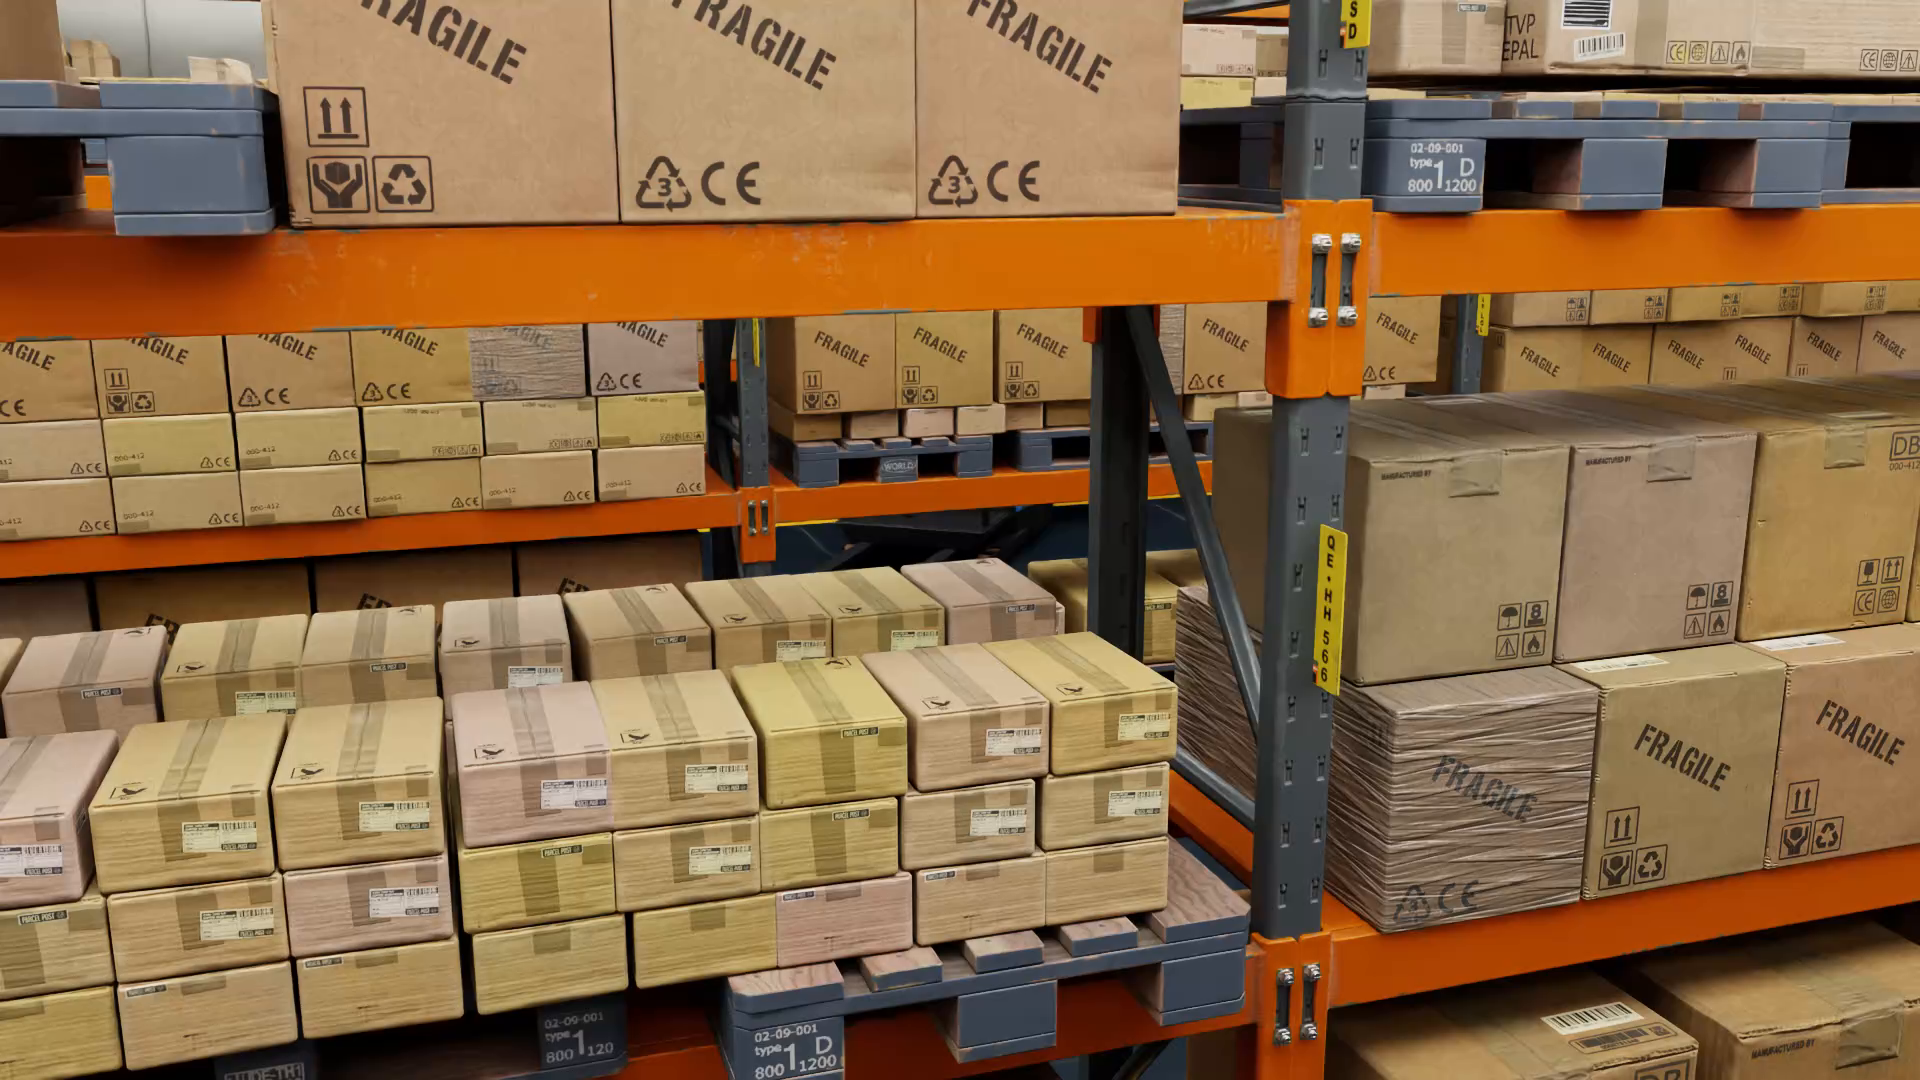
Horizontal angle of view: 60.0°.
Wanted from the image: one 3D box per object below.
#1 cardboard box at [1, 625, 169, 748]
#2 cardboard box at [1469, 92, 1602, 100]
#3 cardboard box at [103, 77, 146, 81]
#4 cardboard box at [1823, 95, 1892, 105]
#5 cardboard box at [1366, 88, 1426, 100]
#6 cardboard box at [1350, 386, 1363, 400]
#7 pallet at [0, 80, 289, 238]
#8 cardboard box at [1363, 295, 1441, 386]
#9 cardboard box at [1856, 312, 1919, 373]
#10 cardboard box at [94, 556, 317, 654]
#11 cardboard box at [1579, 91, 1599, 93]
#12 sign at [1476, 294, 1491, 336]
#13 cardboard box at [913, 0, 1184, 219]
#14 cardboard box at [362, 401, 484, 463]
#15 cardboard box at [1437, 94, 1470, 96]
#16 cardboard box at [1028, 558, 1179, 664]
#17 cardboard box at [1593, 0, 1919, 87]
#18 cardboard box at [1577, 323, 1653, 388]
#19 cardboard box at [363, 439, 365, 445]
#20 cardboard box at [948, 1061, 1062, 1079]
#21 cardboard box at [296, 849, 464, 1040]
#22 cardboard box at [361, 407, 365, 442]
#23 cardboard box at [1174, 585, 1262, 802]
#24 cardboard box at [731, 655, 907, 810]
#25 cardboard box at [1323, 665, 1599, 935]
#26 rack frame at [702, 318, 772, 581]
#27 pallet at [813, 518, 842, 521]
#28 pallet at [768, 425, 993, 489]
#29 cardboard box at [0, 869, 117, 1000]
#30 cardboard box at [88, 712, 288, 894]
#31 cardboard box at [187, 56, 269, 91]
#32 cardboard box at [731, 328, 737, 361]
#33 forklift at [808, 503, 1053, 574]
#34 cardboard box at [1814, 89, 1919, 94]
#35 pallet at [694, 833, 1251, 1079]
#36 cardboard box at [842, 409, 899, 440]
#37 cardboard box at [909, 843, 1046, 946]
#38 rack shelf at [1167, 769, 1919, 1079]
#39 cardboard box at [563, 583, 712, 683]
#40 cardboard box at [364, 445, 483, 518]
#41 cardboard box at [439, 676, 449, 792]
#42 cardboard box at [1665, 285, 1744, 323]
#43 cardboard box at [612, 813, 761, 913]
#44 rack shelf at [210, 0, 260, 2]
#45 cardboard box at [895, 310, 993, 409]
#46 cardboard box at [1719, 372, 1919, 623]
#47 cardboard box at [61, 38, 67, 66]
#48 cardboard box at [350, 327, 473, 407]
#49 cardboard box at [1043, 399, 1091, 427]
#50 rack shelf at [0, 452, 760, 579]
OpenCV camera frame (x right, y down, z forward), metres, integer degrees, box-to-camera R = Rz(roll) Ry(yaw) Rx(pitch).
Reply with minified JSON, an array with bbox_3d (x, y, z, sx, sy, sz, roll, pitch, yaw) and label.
[{"bbox_3d":[-1.697,0.298,3.256,0.250,0.149,0.380,-5,14,-21],"label":"cardboard box"},{"bbox_3d":[3.161,-2.334,9.171,0.500,0.250,0.500,-5,14,-19],"label":"cardboard box"},{"bbox_3d":[-5.605,-3.034,11.209,0.250,0.149,0.380,-5,14,-19],"label":"cardboard box"},{"bbox_3d":[5.081,-2.484,9.801,0.500,0.250,0.500,-4,14,-16],"label":"cardboard box"},{"bbox_3d":[2.149,-2.346,8.958,0.500,0.250,0.500,-5,14,-19],"label":"cardboard box"},{"bbox_3d":[2.001,-0.798,9.152,0.250,0.149,0.380,-5,14,-20],"label":"cardboard box"},{"bbox_3d":[-1.650,-0.629,2.729,1.003,0.211,1.213,-4,14,-18],"label":"pallet"},{"bbox_3d":[2.292,-1.144,9.202,0.500,0.500,0.500,-5,14,-19],"label":"cardboard box"},{"bbox_3d":[5.545,-1.182,10.273,0.500,0.500,0.500,-4,14,-18],"label":"cardboard box"},{"bbox_3d":[-3.510,0.458,7.920,0.875,0.875,0.875,-4,14,-16],"label":"cardboard box"},{"bbox_3d":[3.296,-2.533,9.146,0.250,0.149,0.380,-4,14,-16],"label":"cardboard box"},{"bbox_3d":[2.837,-1.272,9.007,0.005,0.325,0.100,-4,14,-18],"label":"sign"},{"bbox_3d":[0.080,-0.867,3.107,0.500,0.500,0.500,-4,14,-18],"label":"cardboard box"},{"bbox_3d":[-2.476,-0.533,7.645,0.500,0.250,0.500,-5,14,-20],"label":"cardboard box"},{"bbox_3d":[2.887,-2.627,9.541,0.250,0.149,0.380,-4,14,-17],"label":"cardboard box"},{"bbox_3d":[0.821,0.389,9.298,0.625,0.372,0.950,-4,14,-16],"label":"cardboard box"},{"bbox_3d":[1.771,-1.138,3.665,0.500,0.250,0.500,-4,14,-17],"label":"cardboard box"},{"bbox_3d":[3.631,-1.037,9.662,0.500,0.500,0.500,-5,14,-18],"label":"cardboard box"},{"bbox_3d":[-2.659,-0.402,8.175,0.500,0.250,0.500,-4,14,-16],"label":"cardboard box"},{"bbox_3d":[-0.025,1.298,3.578,0.500,0.250,0.500,-5,14,-19],"label":"cardboard box"},{"bbox_3d":[-0.998,0.692,2.888,0.250,0.149,0.380,-4,14,-16],"label":"cardboard box"},{"bbox_3d":[-2.660,-0.650,8.138,0.500,0.250,0.500,-5,14,-18],"label":"cardboard box"},{"bbox_3d":[0.881,0.402,4.253,0.500,0.500,0.500,-4,14,-18],"label":"cardboard box"},{"bbox_3d":[-0.265,0.346,3.057,0.250,0.149,0.380,-4,14,-16],"label":"cardboard box"},{"bbox_3d":[1.052,0.520,3.756,0.500,0.500,0.500,-4,14,-17],"label":"cardboard box"},{"bbox_3d":[-1.135,-0.535,8.410,0.127,3.000,1.000,-4,14,-18],"label":"rack frame"},{"bbox_3d":[-0.774,-0.408,13.903,1.213,0.211,1.003,-4,14,-18],"label":"pallet"},{"bbox_3d":[-0.493,-0.518,8.752,1.003,0.211,1.213,-4,14,-18],"label":"pallet"},{"bbox_3d":[-1.489,0.585,2.692,0.250,0.149,0.380,-5,14,-19],"label":"cardboard box"},{"bbox_3d":[-1.252,0.422,2.735,0.250,0.149,0.380,-4,14,-16],"label":"cardboard box"},{"bbox_3d":[-3.082,-1.896,7.033,0.258,0.266,0.396,-3,14,-13],"label":"cardboard box"},{"bbox_3d":[-1.744,-1.566,13.067,0.500,0.250,0.500,-5,14,-19],"label":"cardboard box"},{"bbox_3d":[-0.213,-1.265,11.629,1.130,2.935,3.031,4,14,18],"label":"forklift"},{"bbox_3d":[2.490,-1.307,4.342,0.258,0.266,0.396,-4,14,-18],"label":"cardboard box"},{"bbox_3d":[-0.102,0.712,3.580,1.003,0.211,1.213,-4,14,-18],"label":"pallet"},{"bbox_3d":[-0.489,-0.614,8.377,0.250,0.149,0.380,-5,14,-22],"label":"cardboard box"},{"bbox_3d":[-0.017,0.616,3.206,0.250,0.149,0.380,-4,14,-18],"label":"cardboard box"},{"bbox_3d":[2.436,0.745,4.581,4.000,0.370,1.077,-4,14,-18],"label":"rack shelf"},{"bbox_3d":[-0.699,0.220,3.585,0.250,0.149,0.380,-5,14,-20],"label":"cardboard box"},{"bbox_3d":[-2.493,-0.293,7.717,0.500,0.250,0.500,-5,14,-19],"label":"cardboard box"},{"bbox_3d":[-1.202,0.403,3.458,0.250,0.149,0.380,-5,14,-19],"label":"cardboard box"},{"bbox_3d":[4.118,-1.559,9.696,0.500,0.500,0.700,-5,14,-19],"label":"cardboard box"},{"bbox_3d":[-0.521,0.511,3.005,0.250,0.149,0.380,-4,14,-18],"label":"cardboard box"},{"bbox_3d":[-4.617,-3.850,11.801,4.000,0.370,1.077,-4,14,-18],"label":"rack shelf"},{"bbox_3d":[-0.143,-0.955,8.410,0.500,0.500,0.500,-4,14,-15],"label":"cardboard box"},{"bbox_3d":[2.417,-0.137,4.359,0.500,0.500,0.700,-5,14,-19],"label":"cardboard box"},{"bbox_3d":[-6.116,-3.210,11.056,0.258,0.266,0.396,-5,14,-19],"label":"cardboard box"},{"bbox_3d":[-2.498,-0.900,7.567,0.500,0.500,0.500,-4,14,-18],"label":"cardboard box"},{"bbox_3d":[0.512,-0.704,8.756,0.250,0.149,0.380,-4,14,-16],"label":"cardboard box"},{"bbox_3d":[-3.030,-0.038,7.873,4.000,0.370,1.077,-4,14,-18],"label":"rack shelf"}]
